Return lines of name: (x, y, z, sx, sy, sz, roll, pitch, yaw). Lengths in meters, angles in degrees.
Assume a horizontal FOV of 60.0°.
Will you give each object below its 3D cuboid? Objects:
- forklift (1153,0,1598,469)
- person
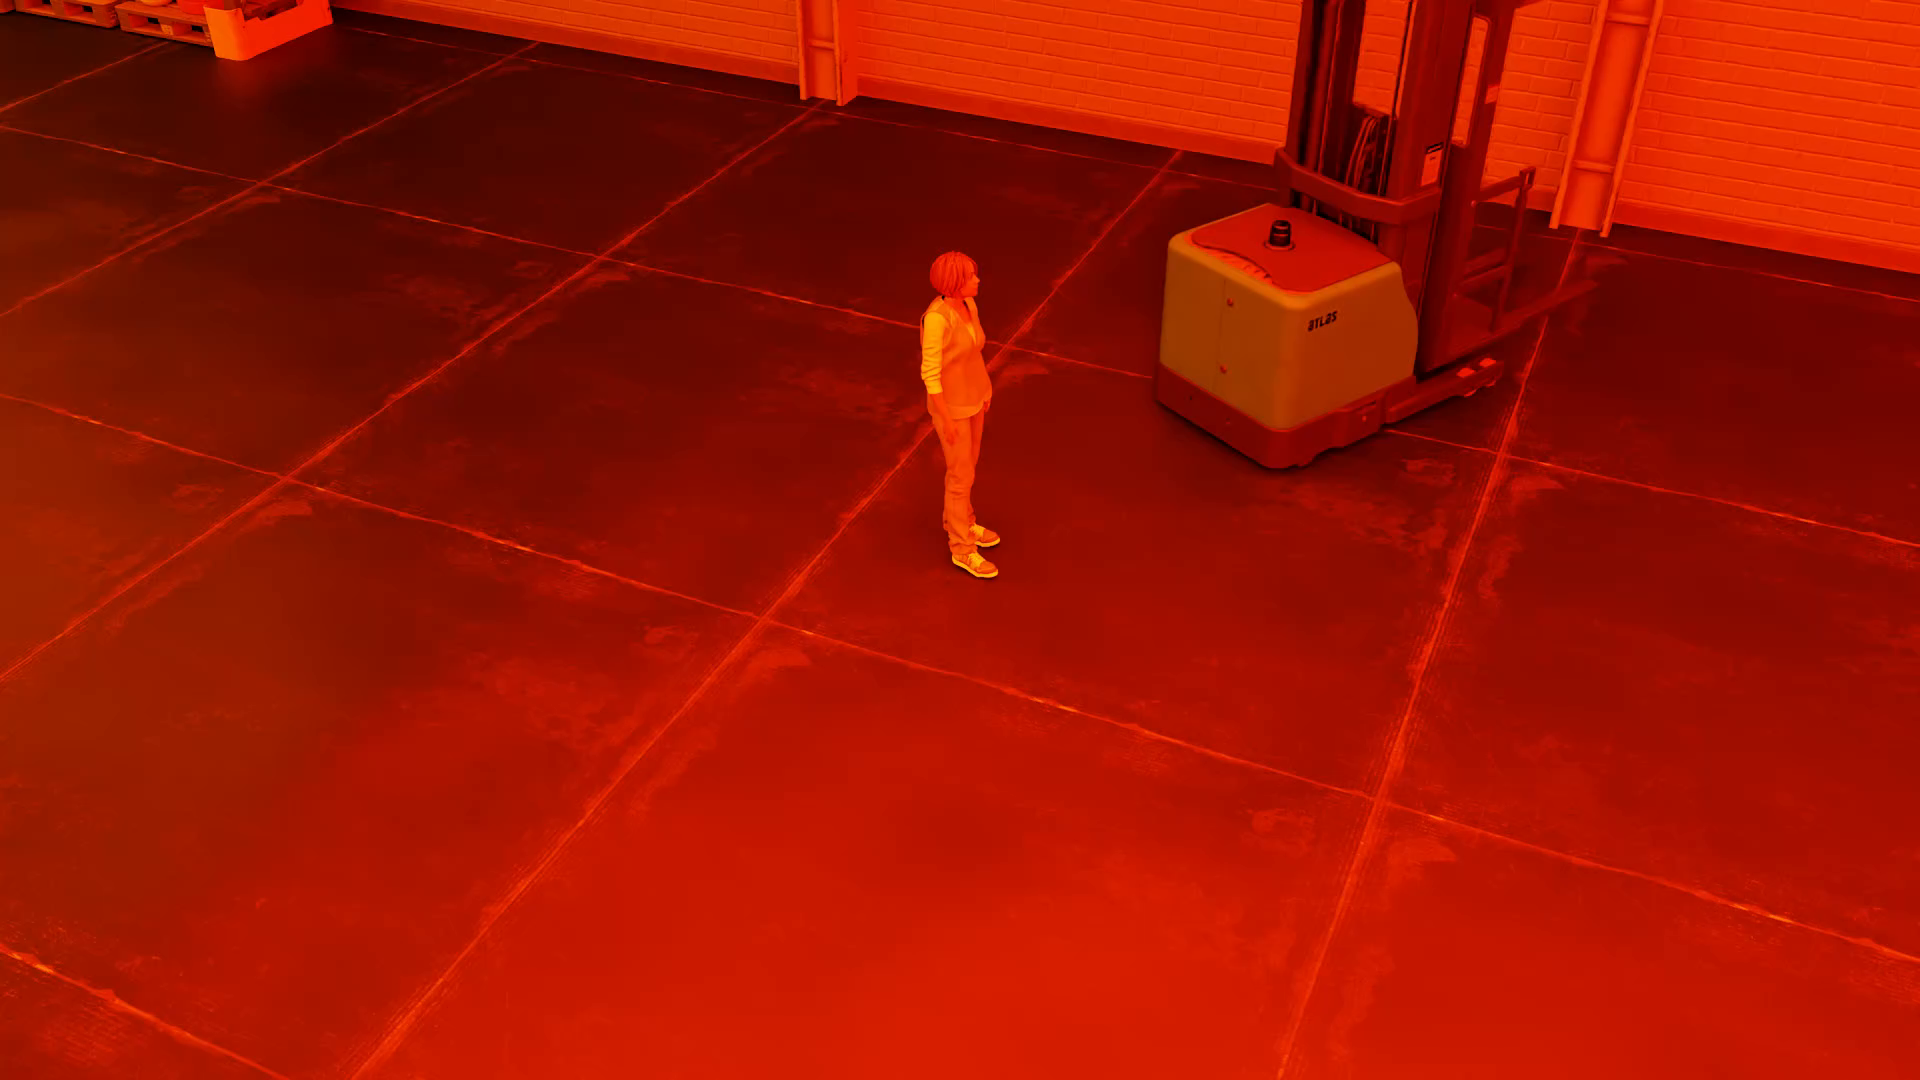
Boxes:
forklift: (2.612, -2.262, 9.258, 3.031, 2.935, 1.130, -23, 42, -29)
person: (0.061, -0.631, 8.108, 0.475, 1.596, 0.521, 15, 38, 20)
